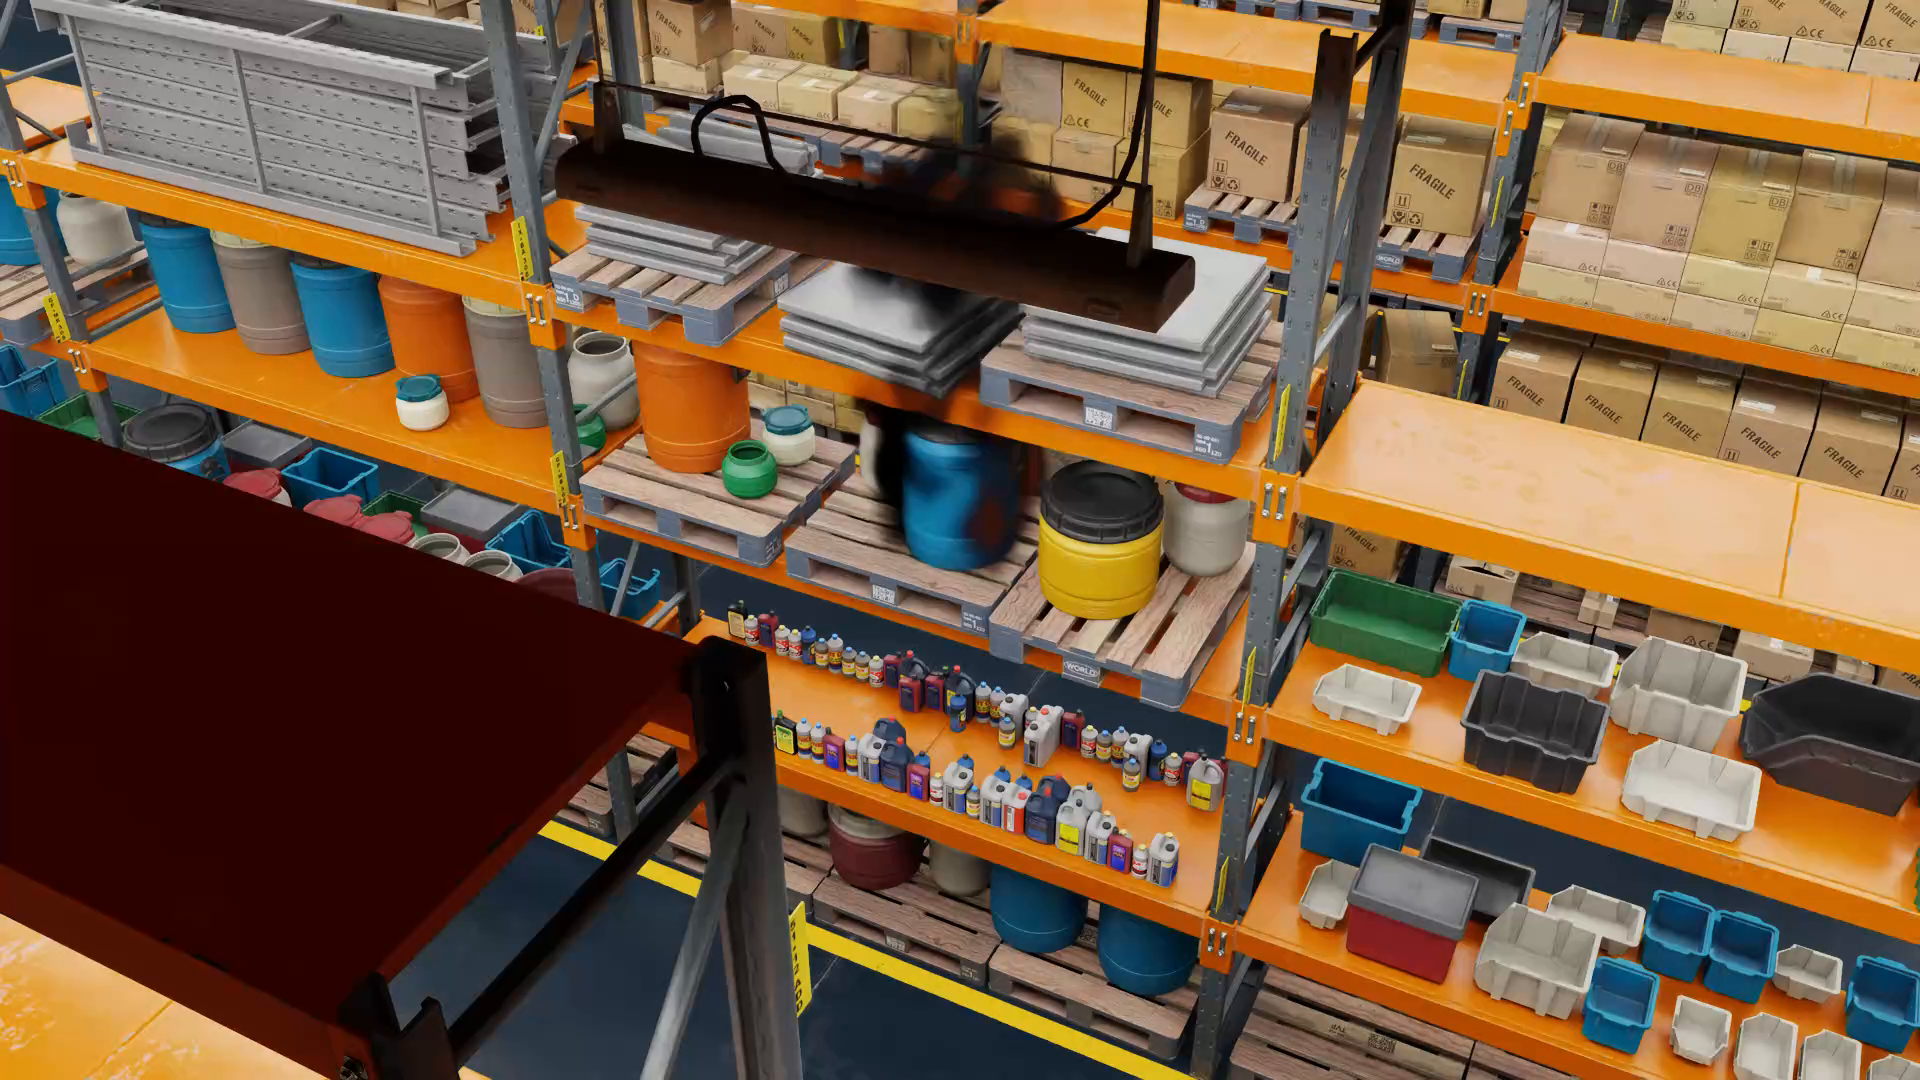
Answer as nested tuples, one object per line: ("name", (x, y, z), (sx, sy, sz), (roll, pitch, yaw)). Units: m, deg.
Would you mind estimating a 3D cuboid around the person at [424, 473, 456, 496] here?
("person", (-4.318, -0.822, 13.618), (0.783, 1.705, 0.570), (10, 36, 14))
